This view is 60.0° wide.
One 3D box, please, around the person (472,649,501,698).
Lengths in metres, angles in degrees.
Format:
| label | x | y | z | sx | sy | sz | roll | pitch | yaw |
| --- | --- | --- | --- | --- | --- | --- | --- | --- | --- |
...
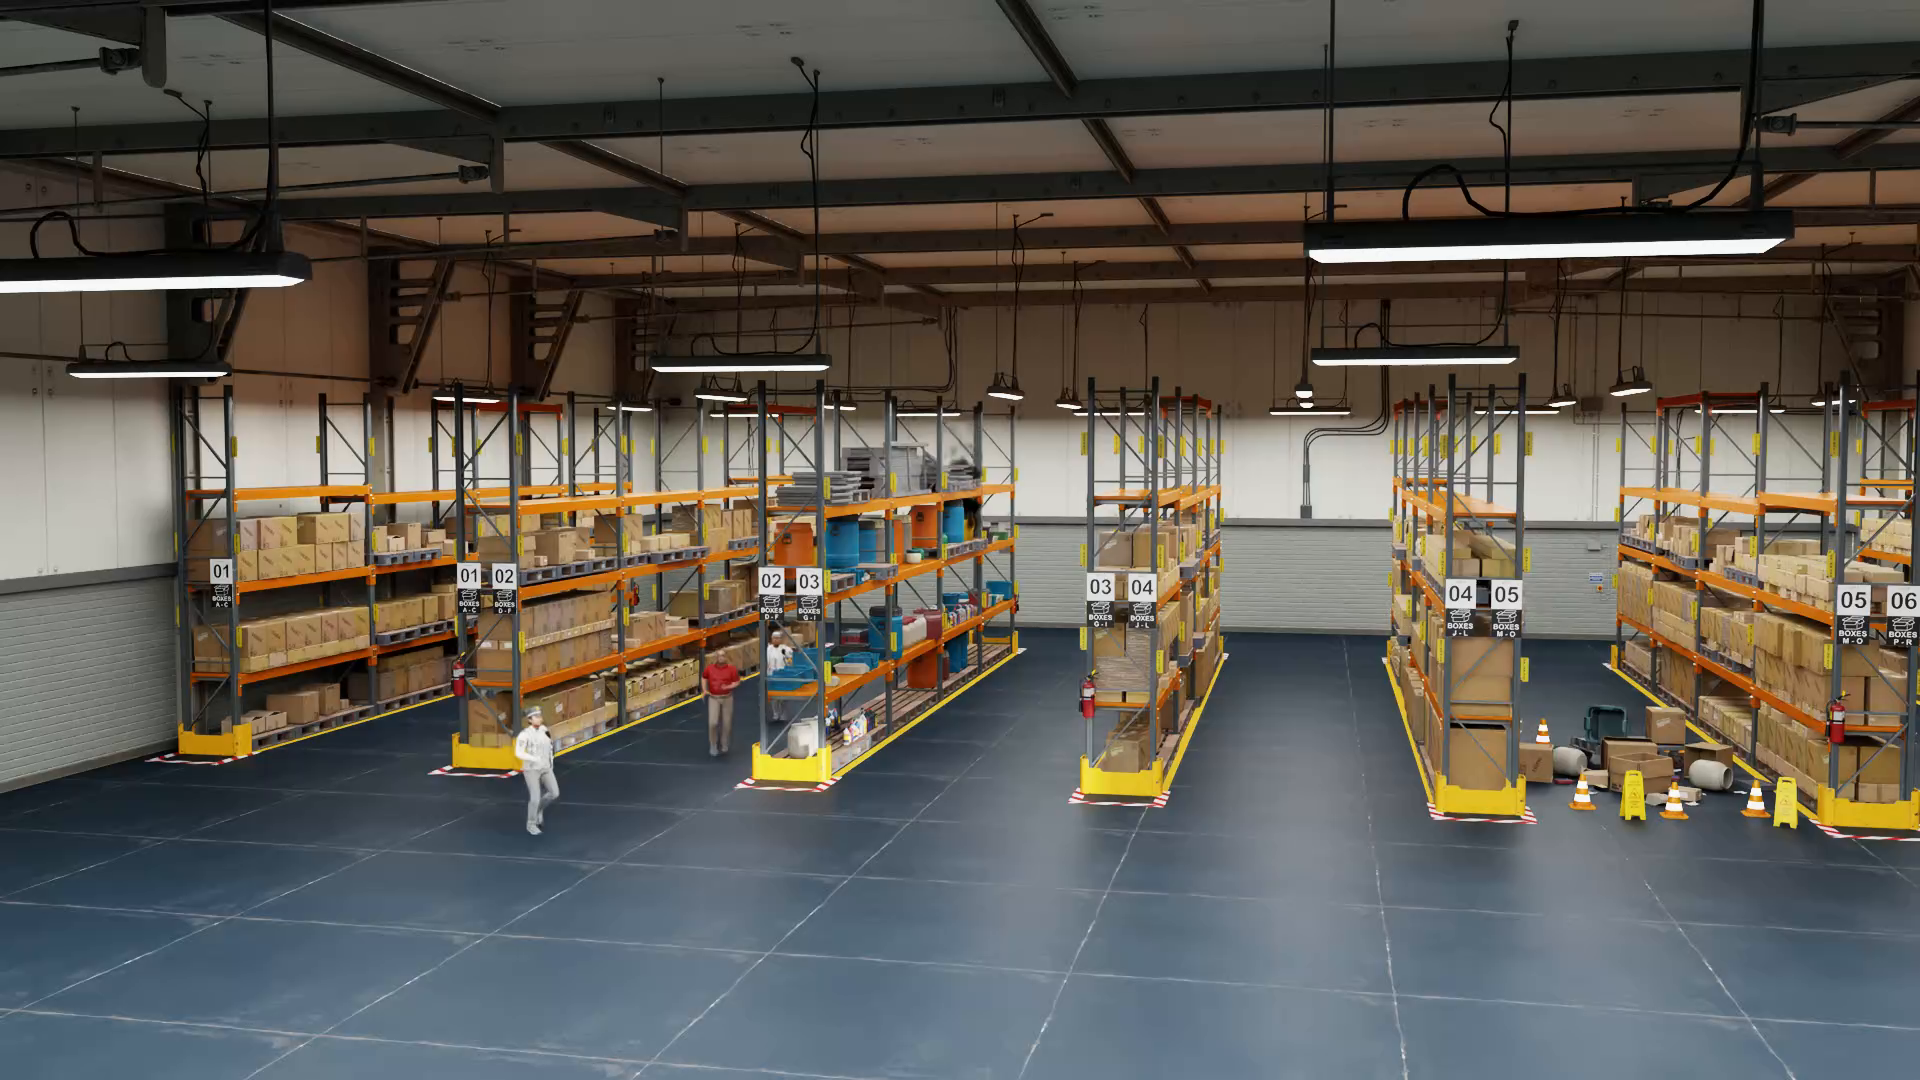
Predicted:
| label | x | y | z | sx | sy | sz | roll | pitch | yaw |
| --- | --- | --- | --- | --- | --- | --- | --- | --- | --- |
| person | -8.449 | 2.420 | 29.917 | 0.703 | 1.747 | 0.992 | 0 | 3 | -2 |

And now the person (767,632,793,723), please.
| label | x | y | z | sx | sy | sz | roll | pitch | yaw |
| --- | --- | --- | --- | --- | --- | --- | --- | --- | --- |
| person | -3.318 | 2.498 | 30.203 | 0.571 | 1.651 | 0.665 | 0 | 3 | 4 |

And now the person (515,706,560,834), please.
| label | x | y | z | sx | sy | sz | roll | pitch | yaw |
| --- | --- | --- | --- | --- | --- | --- | --- | --- | --- |
| person | -5.436 | 2.965 | 21.464 | 0.526 | 1.667 | 0.638 | 3 | 4 | 39 |

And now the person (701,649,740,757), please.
| label | x | y | z | sx | sy | sz | roll | pitch | yaw |
| --- | --- | --- | --- | --- | --- | --- | --- | --- | --- |
| person | -3.877 | 2.645 | 26.923 | 0.636 | 1.747 | 0.713 | 0 | 3 | -7 |
